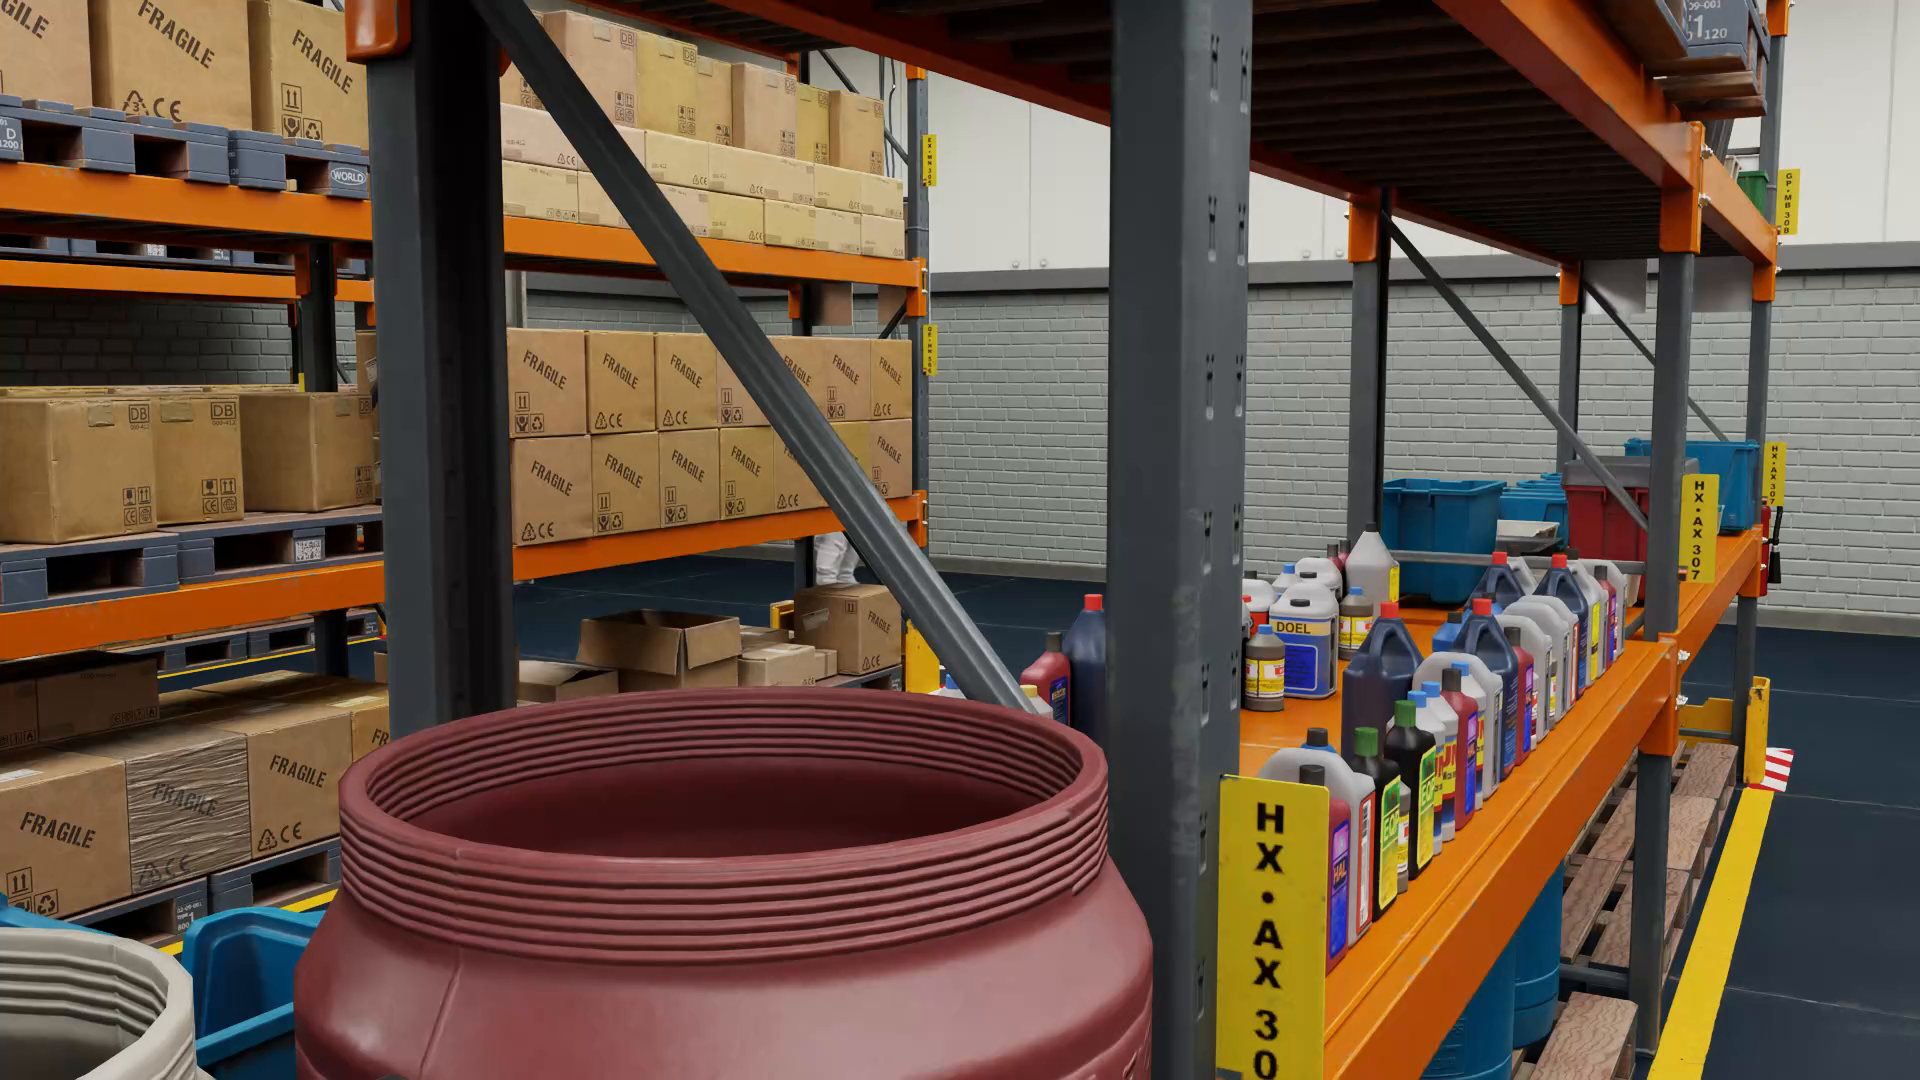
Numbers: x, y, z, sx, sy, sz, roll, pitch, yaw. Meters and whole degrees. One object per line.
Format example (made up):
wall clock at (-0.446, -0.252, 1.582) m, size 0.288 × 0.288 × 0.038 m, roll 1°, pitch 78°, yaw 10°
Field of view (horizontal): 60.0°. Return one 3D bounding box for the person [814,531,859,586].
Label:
person at (-0.962, -0.087, 13.033) m, size 0.443 × 1.743 × 0.541 m, roll 3°, pitch 7°, yaw 30°
